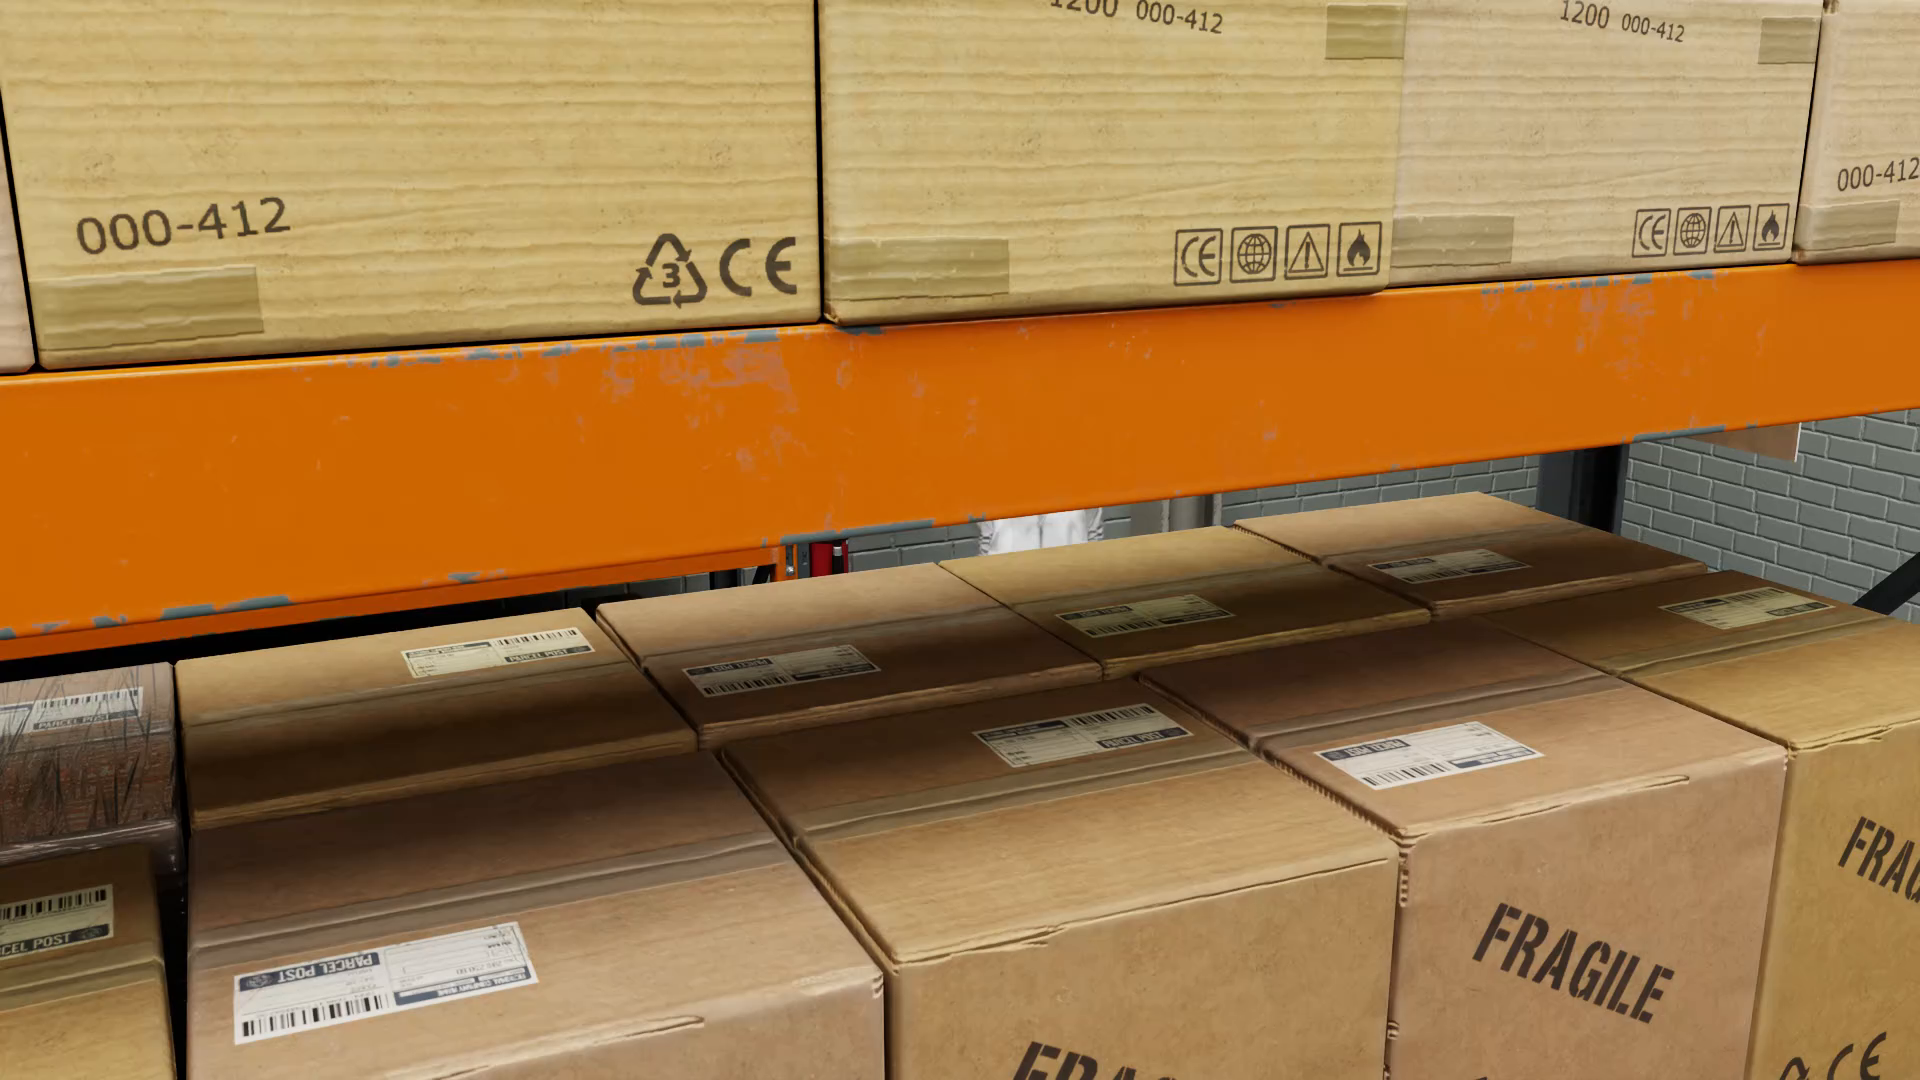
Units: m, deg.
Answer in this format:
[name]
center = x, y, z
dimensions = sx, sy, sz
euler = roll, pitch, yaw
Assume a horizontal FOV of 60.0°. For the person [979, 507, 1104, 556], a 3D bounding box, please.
[person]
center = 0.349, 0.241, 7.093
dimensions = 0.533, 1.764, 0.360
euler = -1, 15, -4
